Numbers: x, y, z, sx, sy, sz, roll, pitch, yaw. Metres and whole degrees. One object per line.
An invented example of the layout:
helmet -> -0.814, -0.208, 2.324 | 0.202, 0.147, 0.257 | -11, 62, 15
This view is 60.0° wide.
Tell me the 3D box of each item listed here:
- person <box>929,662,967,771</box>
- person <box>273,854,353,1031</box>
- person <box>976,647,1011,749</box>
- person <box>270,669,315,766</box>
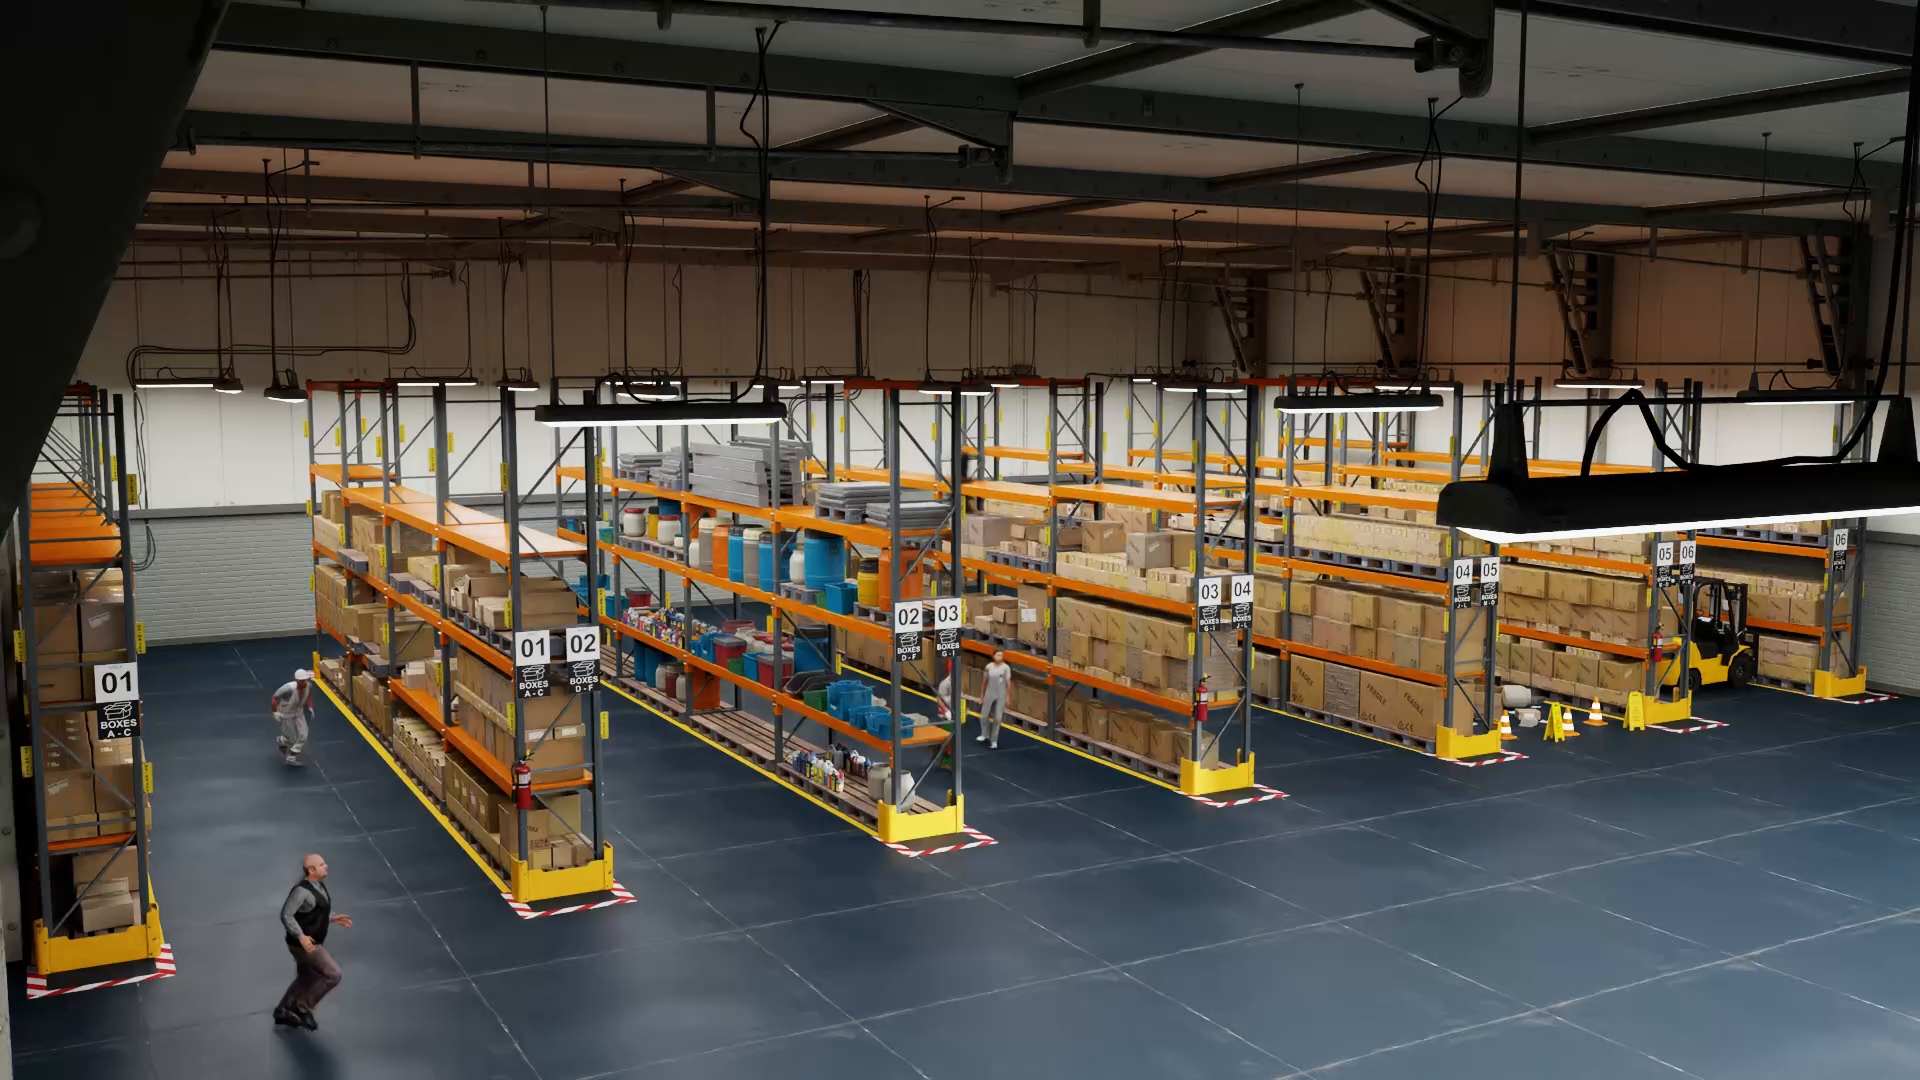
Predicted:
person -> -0.219, 2.727, 25.908 | 0.583, 1.725, 0.656 | 4, 7, 30
person -> -6.178, 3.819, 15.784 | 0.752, 1.687, 0.616 | -1, 6, -9
person -> 0.556, 2.600, 27.455 | 0.571, 1.696, 0.461 | 0, 6, 3
person -> -10.513, 2.780, 26.114 | 0.993, 1.580, 0.674 | 5, 8, 39
